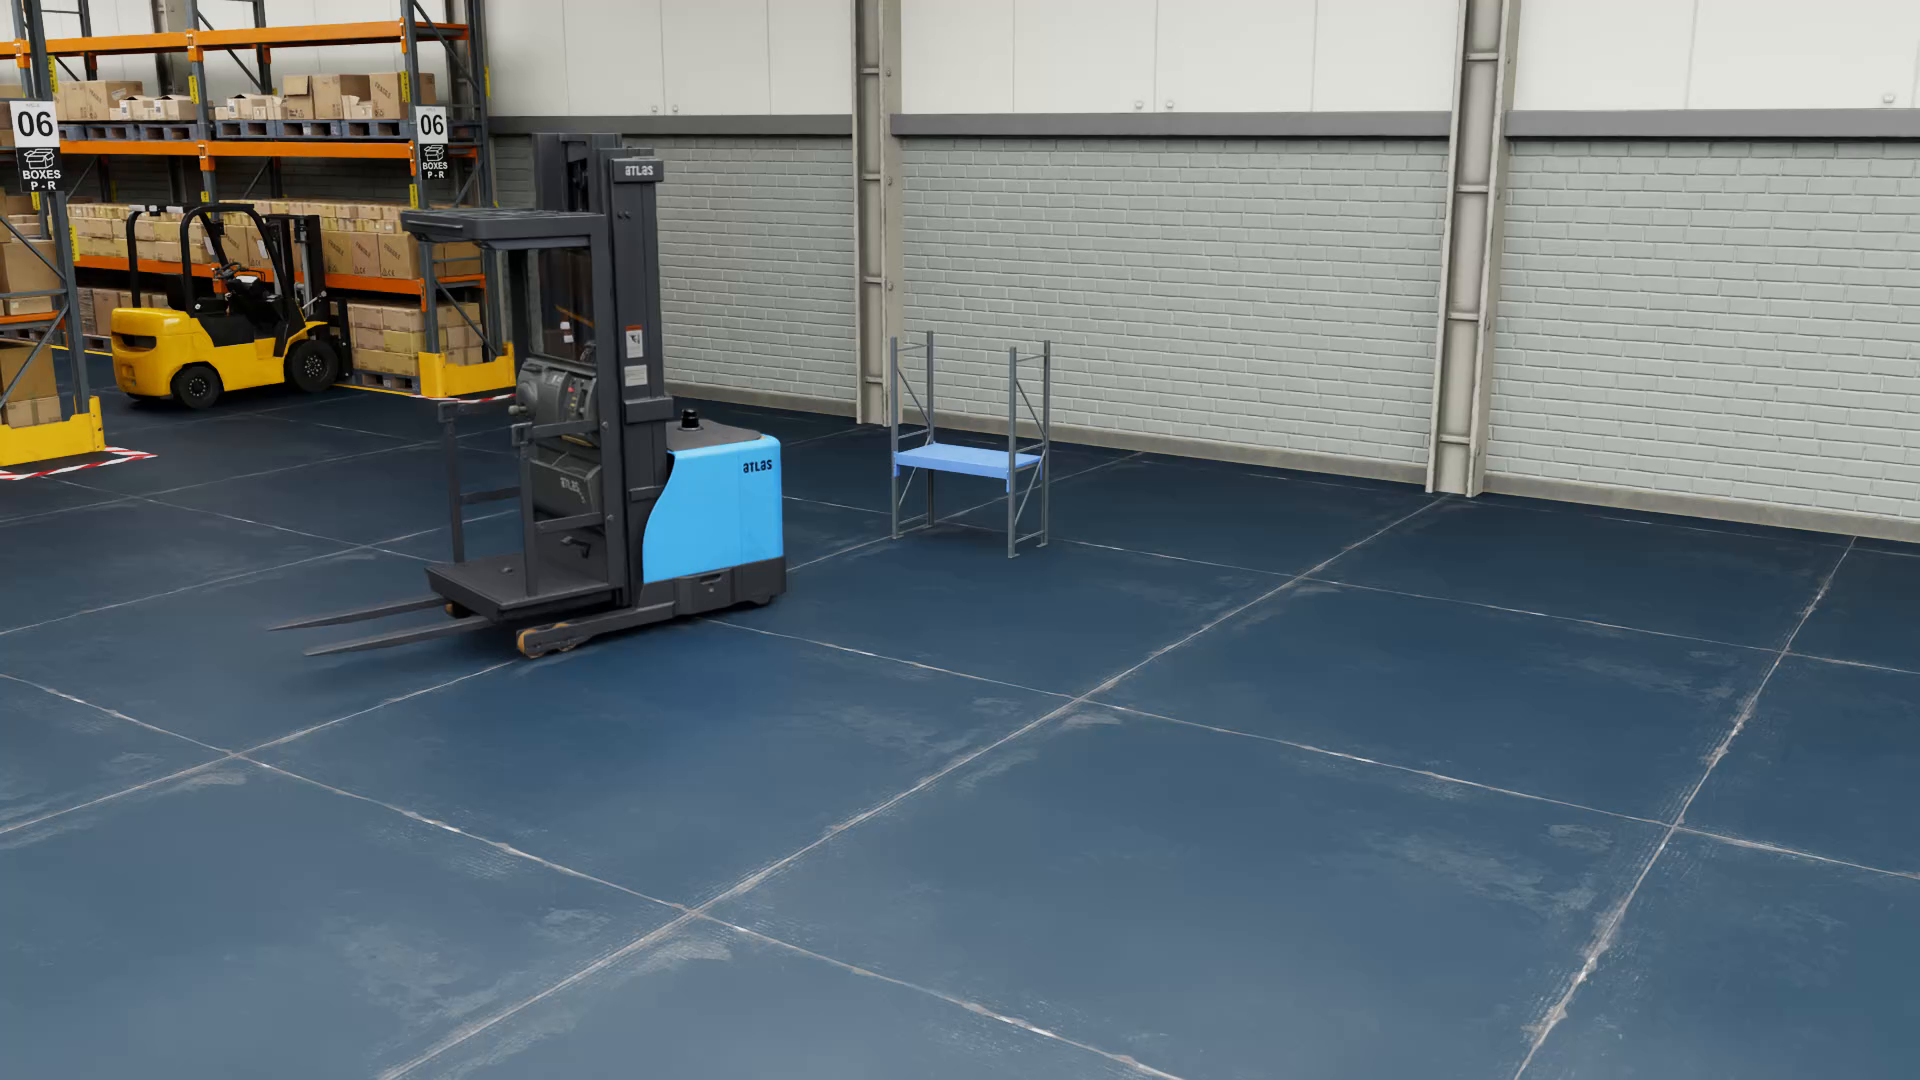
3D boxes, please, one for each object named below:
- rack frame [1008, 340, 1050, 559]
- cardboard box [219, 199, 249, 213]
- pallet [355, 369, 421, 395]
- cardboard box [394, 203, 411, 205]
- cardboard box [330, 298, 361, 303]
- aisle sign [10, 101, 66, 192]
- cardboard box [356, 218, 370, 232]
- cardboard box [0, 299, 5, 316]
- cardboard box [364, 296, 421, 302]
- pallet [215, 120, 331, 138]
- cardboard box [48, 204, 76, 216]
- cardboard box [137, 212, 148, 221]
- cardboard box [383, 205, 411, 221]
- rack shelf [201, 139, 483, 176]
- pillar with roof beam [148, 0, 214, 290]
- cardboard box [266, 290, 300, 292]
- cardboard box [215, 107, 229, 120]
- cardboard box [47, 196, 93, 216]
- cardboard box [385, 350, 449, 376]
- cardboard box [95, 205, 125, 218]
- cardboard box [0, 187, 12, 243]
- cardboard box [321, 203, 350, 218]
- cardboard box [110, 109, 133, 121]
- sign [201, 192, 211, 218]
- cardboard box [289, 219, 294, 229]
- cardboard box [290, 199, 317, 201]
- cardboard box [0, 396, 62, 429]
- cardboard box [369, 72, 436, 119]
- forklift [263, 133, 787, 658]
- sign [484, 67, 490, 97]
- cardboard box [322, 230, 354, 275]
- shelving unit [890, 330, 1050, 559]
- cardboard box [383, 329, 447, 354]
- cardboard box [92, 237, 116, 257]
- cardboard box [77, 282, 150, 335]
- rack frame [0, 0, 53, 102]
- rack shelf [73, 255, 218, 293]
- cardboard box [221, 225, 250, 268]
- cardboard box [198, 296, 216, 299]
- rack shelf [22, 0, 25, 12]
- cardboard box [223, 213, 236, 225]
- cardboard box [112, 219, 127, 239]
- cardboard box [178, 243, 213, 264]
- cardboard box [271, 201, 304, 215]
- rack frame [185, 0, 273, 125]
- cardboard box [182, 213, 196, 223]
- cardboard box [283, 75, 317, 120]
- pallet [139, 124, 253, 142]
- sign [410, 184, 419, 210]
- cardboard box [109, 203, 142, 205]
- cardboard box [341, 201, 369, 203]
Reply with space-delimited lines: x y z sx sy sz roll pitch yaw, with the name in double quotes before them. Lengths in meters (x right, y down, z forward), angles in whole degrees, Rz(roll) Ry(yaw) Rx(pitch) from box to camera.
"rack frame" 0.493 -0.648 11.821 0.032 1.500 0.500 9 17 33
"cardboard box" -8.947 -4.144 20.642 0.250 0.149 0.380 10 17 34
"pallet" -6.385 -1.942 19.728 1.213 0.211 1.003 9 17 33
"cardboard box" -6.509 -3.907 19.688 0.250 0.149 0.380 9 17 33
"cardboard box" -7.551 -2.758 19.989 0.500 0.250 0.500 9 16 32
"aisle sign" -8.270 -3.526 14.916 0.004 0.787 0.394 9 17 33
"cardboard box" -6.780 -3.666 19.333 0.250 0.149 0.380 9 17 32
"cardboard box" -8.924 -2.097 15.073 0.250 0.149 0.380 10 17 35
"cardboard box" -6.846 -2.793 20.133 0.500 0.250 0.500 9 17 32
"pallet" -8.324 -5.041 20.389 1.213 0.211 1.003 9 17 33
"cardboard box" -12.265 -4.536 22.847 0.250 0.149 0.380 10 17 34
"cardboard box" -10.531 -4.268 21.764 0.250 0.149 0.380 9 17 33
"cardboard box" -6.364 -3.742 19.020 0.250 0.149 0.380 9 17 33
"rack shelf" -7.387 -4.576 19.822 4.000 0.370 1.077 9 17 33
"pillar with roof beam" -13.183 -6.333 19.178 0.400 9.000 9.100 9 17 33
"cardboard box" -8.530 -3.065 21.229 0.500 0.250 0.500 10 17 34
"cardboard box" -8.844 -5.203 20.299 0.250 0.149 0.380 10 17 34
"cardboard box" -12.705 -4.627 23.689 0.500 0.500 0.500 10 17 35
"cardboard box" -6.293 -2.070 19.293 0.500 0.250 0.500 9 17 33
"cardboard box" -11.366 -4.411 22.341 0.250 0.149 0.380 9 17 33
"cardboard box" -9.040 -2.914 14.946 0.500 0.500 0.700 9 16 31
"cardboard box" -7.257 -3.866 19.522 0.250 0.149 0.380 10 17 34
"cardboard box" -10.768 -5.514 21.556 0.250 0.149 0.380 9 16 32
"sign" -9.341 -4.152 20.608 0.005 0.325 0.100 9 17 33
"cardboard box" -7.883 -3.828 19.989 0.250 0.149 0.380 9 16 31
"cardboard box" -8.201 -4.188 20.822 0.250 0.149 0.380 9 17 32
"cardboard box" -9.009 -1.243 15.952 0.500 0.250 0.500 9 17 32
"cardboard box" -6.231 -4.969 18.621 0.500 0.500 0.500 10 17 35
"forklift" -2.568 -0.885 9.800 3.031 2.935 1.130 -11 18 -39
"sign" -5.413 -5.230 18.981 0.005 0.325 0.100 9 17 33
"cardboard box" -7.133 -3.403 19.622 0.500 0.500 0.500 9 16 32
"shelving unit" 0.071 -0.717 12.097 1.048 1.500 0.538 9 17 33
"cardboard box" -6.306 -2.316 19.244 0.500 0.250 0.500 9 16 32
"cardboard box" -11.288 -3.957 22.378 0.500 0.250 0.500 9 16 31
"cardboard box" -11.856 -3.239 23.233 0.625 0.625 0.875 10 17 35
"rack frame" -8.494 -5.123 14.292 0.127 3.000 1.000 9 17 33
"rack shelf" -10.706 -3.657 22.350 4.000 0.370 1.077 9 17 33
"cardboard box" -8.824 -3.675 20.717 0.500 0.500 0.500 9 16 31
"cardboard box" -9.486 -2.857 21.688 0.625 0.625 0.875 10 17 35
"rack shelf" -10.154 -5.041 15.462 4.000 0.370 1.077 9 17 33
"cardboard box" -8.929 -4.006 20.705 0.250 0.149 0.380 9 16 32
"cardboard box" -10.857 -4.131 22.041 0.500 0.250 0.500 9 17 34
"cardboard box" -9.611 -3.680 21.260 0.500 0.250 0.500 10 17 34
"cardboard box" -8.077 -4.010 20.101 0.250 0.149 0.380 9 16 32
"rack frame" -9.046 -6.650 20.459 0.127 3.000 1.000 9 17 33
"cardboard box" -9.678 -4.134 21.221 0.250 0.149 0.380 9 16 32
"cardboard box" -7.489 -5.214 19.604 0.637 0.503 0.797 10 17 35
"pallet" -9.785 -5.217 21.310 1.217 0.209 0.805 8 16 31
"sign" -6.042 -3.772 18.416 0.005 0.325 0.100 9 17 33
"cardboard box" -11.522 -4.575 23.002 0.250 0.149 0.380 9 17 33
"cardboard box" -7.376 -4.045 20.242 0.250 0.149 0.380 10 17 34
